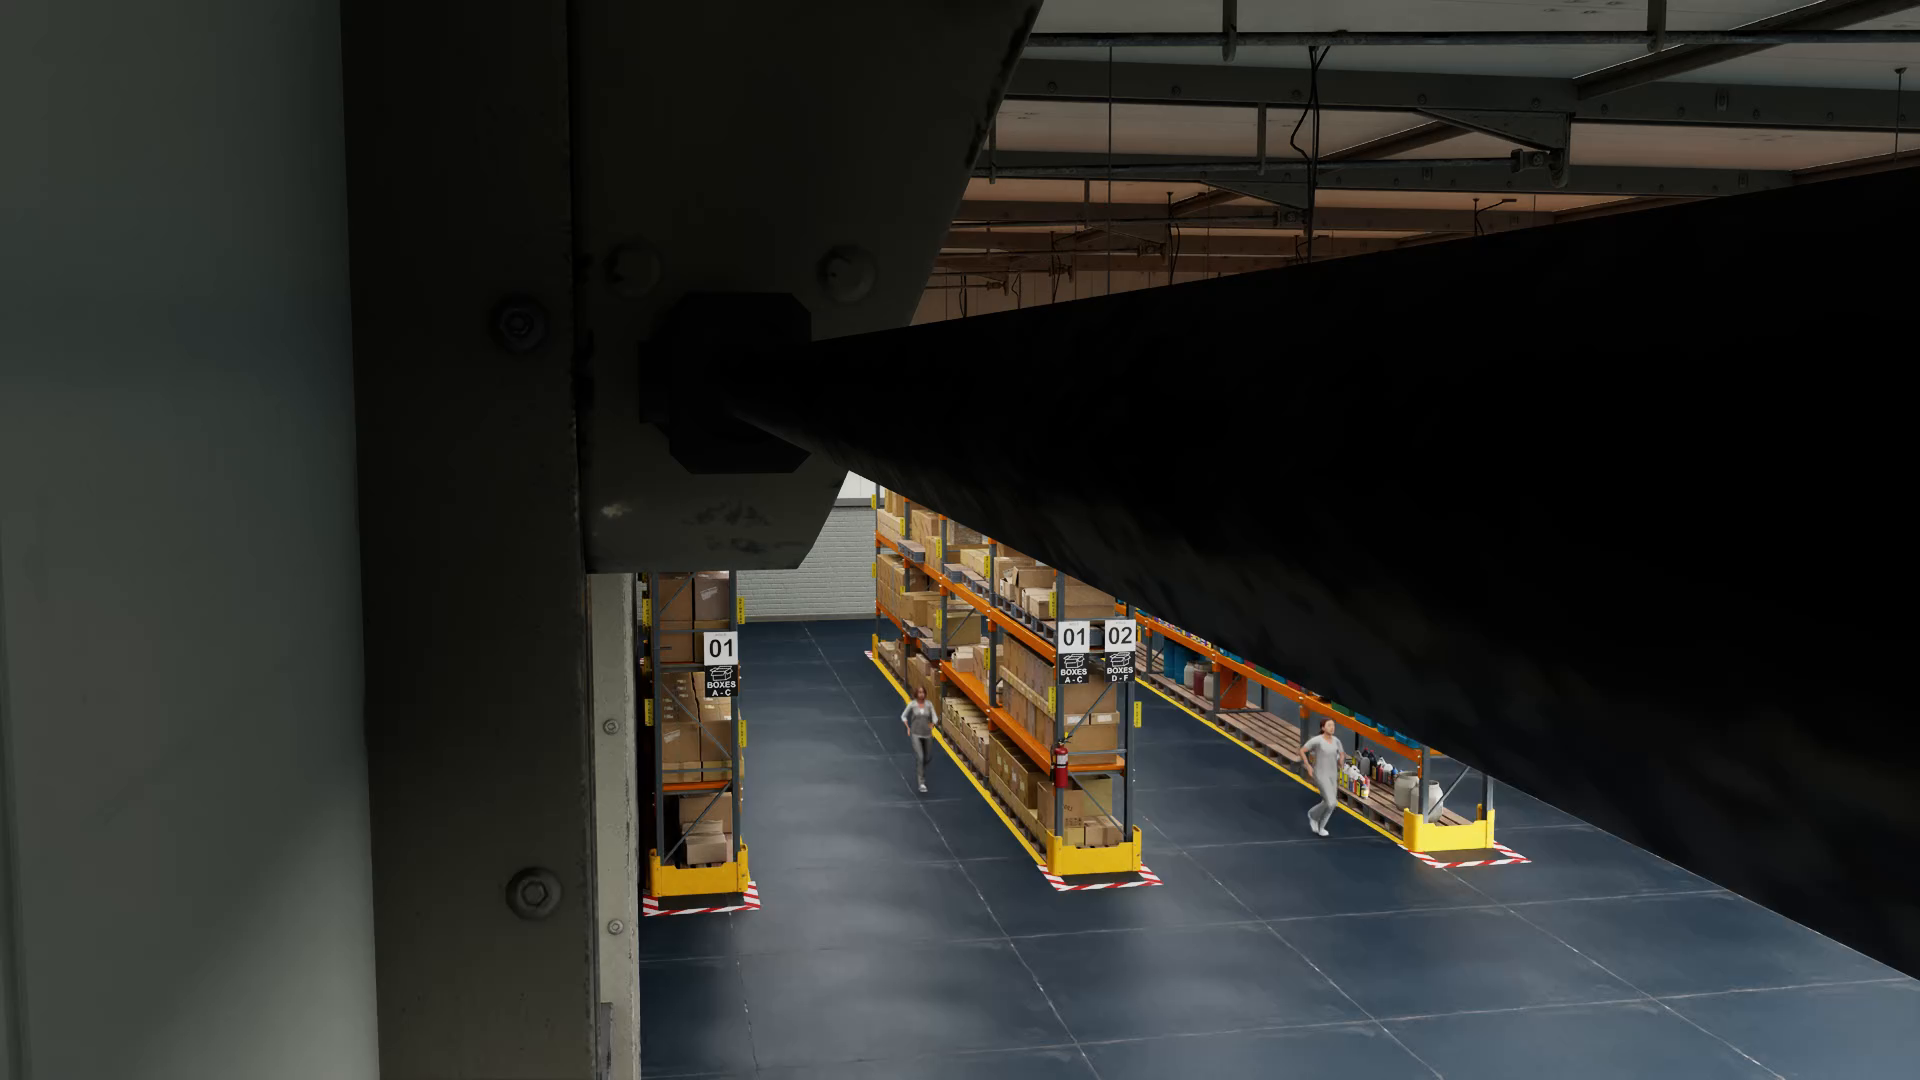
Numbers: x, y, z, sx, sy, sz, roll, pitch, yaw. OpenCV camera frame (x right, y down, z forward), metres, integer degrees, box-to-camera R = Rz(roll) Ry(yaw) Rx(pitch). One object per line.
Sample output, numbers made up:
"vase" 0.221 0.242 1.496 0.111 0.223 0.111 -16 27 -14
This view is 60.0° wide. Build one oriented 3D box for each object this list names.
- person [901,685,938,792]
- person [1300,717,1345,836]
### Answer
"person" -0.606 2.971 25.151 0.547 1.564 0.767 -1 6 -14
"person" 4.970 3.212 22.477 0.569 1.621 0.555 -3 7 -28
